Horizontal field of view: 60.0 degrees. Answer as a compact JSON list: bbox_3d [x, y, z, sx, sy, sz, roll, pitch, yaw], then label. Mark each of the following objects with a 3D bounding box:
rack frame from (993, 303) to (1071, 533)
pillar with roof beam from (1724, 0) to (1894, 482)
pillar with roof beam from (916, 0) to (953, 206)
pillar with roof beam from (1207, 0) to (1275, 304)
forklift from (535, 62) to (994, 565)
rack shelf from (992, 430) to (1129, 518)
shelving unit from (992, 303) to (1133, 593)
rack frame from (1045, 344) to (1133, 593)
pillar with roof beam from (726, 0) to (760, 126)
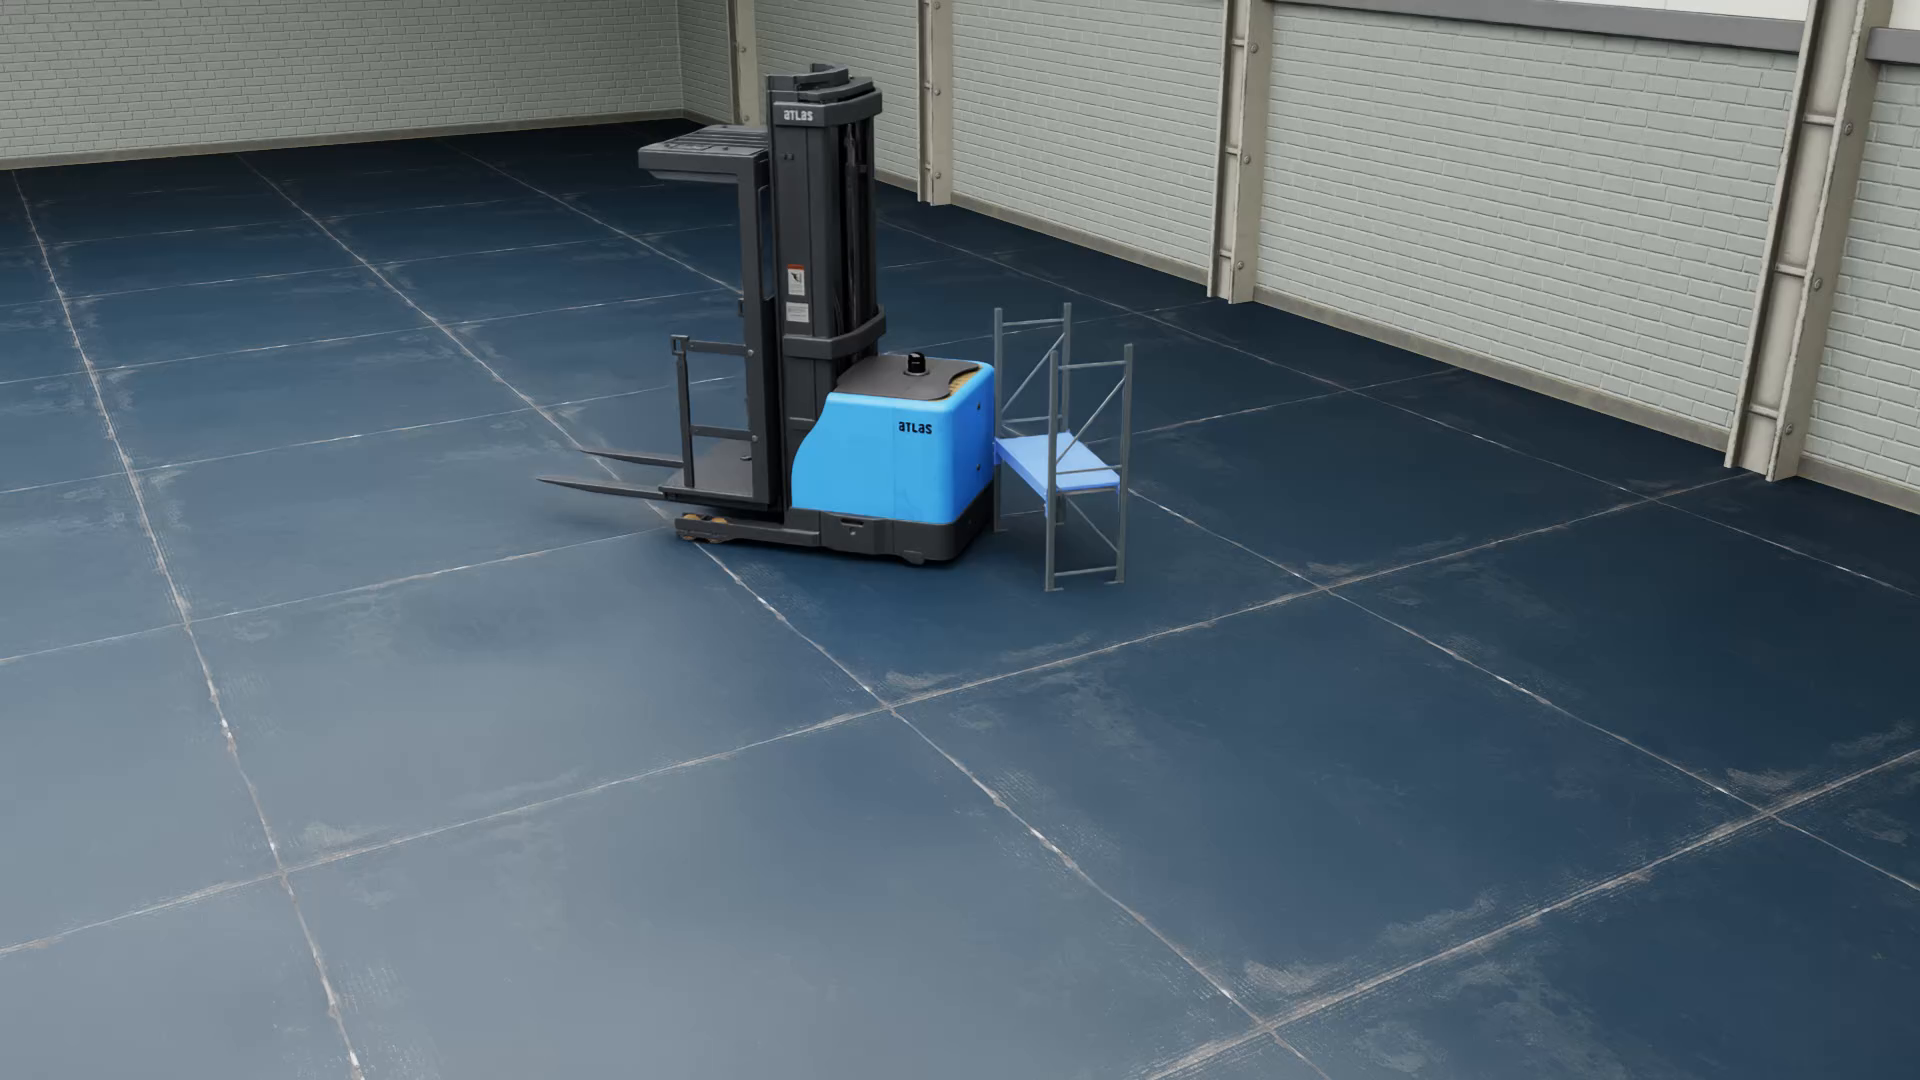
[{"bbox_3d":[0.461,-0.774,10.725,0.500,1.500,0.032,-7,23,-16],"label":"rack frame"},{"bbox_3d":[2.107,-3.848,8.328,9.100,9.000,0.400,-13,25,-28],"label":"pillar with roof beam"},{"bbox_3d":[-4.023,-7.733,17.885,9.100,9.000,0.400,-13,25,-28],"label":"pillar with roof beam"},{"bbox_3d":[-0.958,-5.791,13.107,9.100,9.000,0.400,-13,25,-28],"label":"pillar with roof beam"},{"bbox_3d":[-1.334,-1.514,10.643,3.031,2.935,1.130,7,23,16],"label":"forklift"},{"bbox_3d":[0.609,-0.425,10.342,0.538,0.185,1.000,-7,23,-16],"label":"rack shelf"},{"bbox_3d":[0.609,-0.591,10.274,0.538,1.500,1.048,-7,23,-16],"label":"shelving unit"},{"bbox_3d":[0.758,-0.408,9.824,0.500,1.500,0.032,-7,23,-16],"label":"rack frame"},{"bbox_3d":[-7.088,-9.675,22.664,9.100,9.000,0.400,-13,25,-28],"label":"pillar with roof beam"}]
